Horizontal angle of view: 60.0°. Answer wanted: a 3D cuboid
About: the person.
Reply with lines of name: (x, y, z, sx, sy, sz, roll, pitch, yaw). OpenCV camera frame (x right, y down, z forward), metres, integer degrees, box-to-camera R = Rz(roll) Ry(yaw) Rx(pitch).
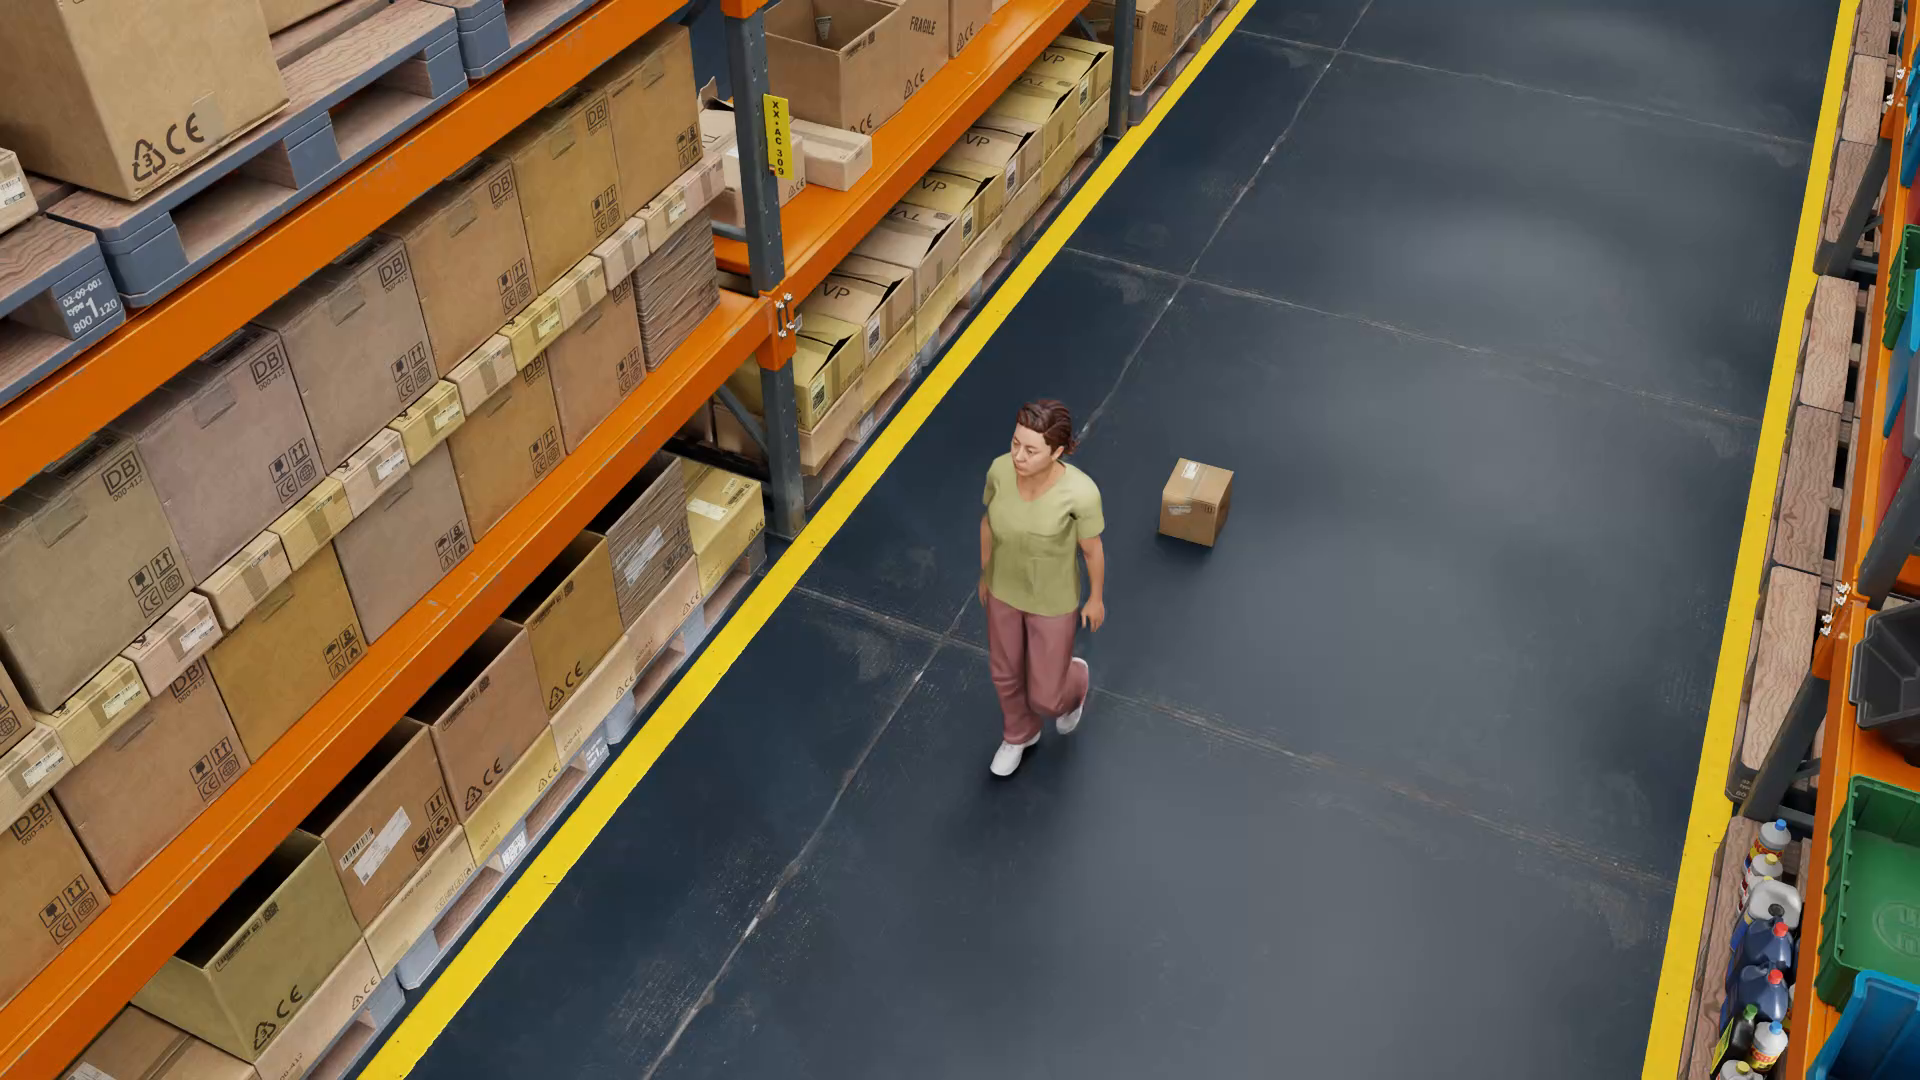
person: (0.283, 0.175, 5.928, 0.479, 1.660, 0.501, 21, 46, 22)
